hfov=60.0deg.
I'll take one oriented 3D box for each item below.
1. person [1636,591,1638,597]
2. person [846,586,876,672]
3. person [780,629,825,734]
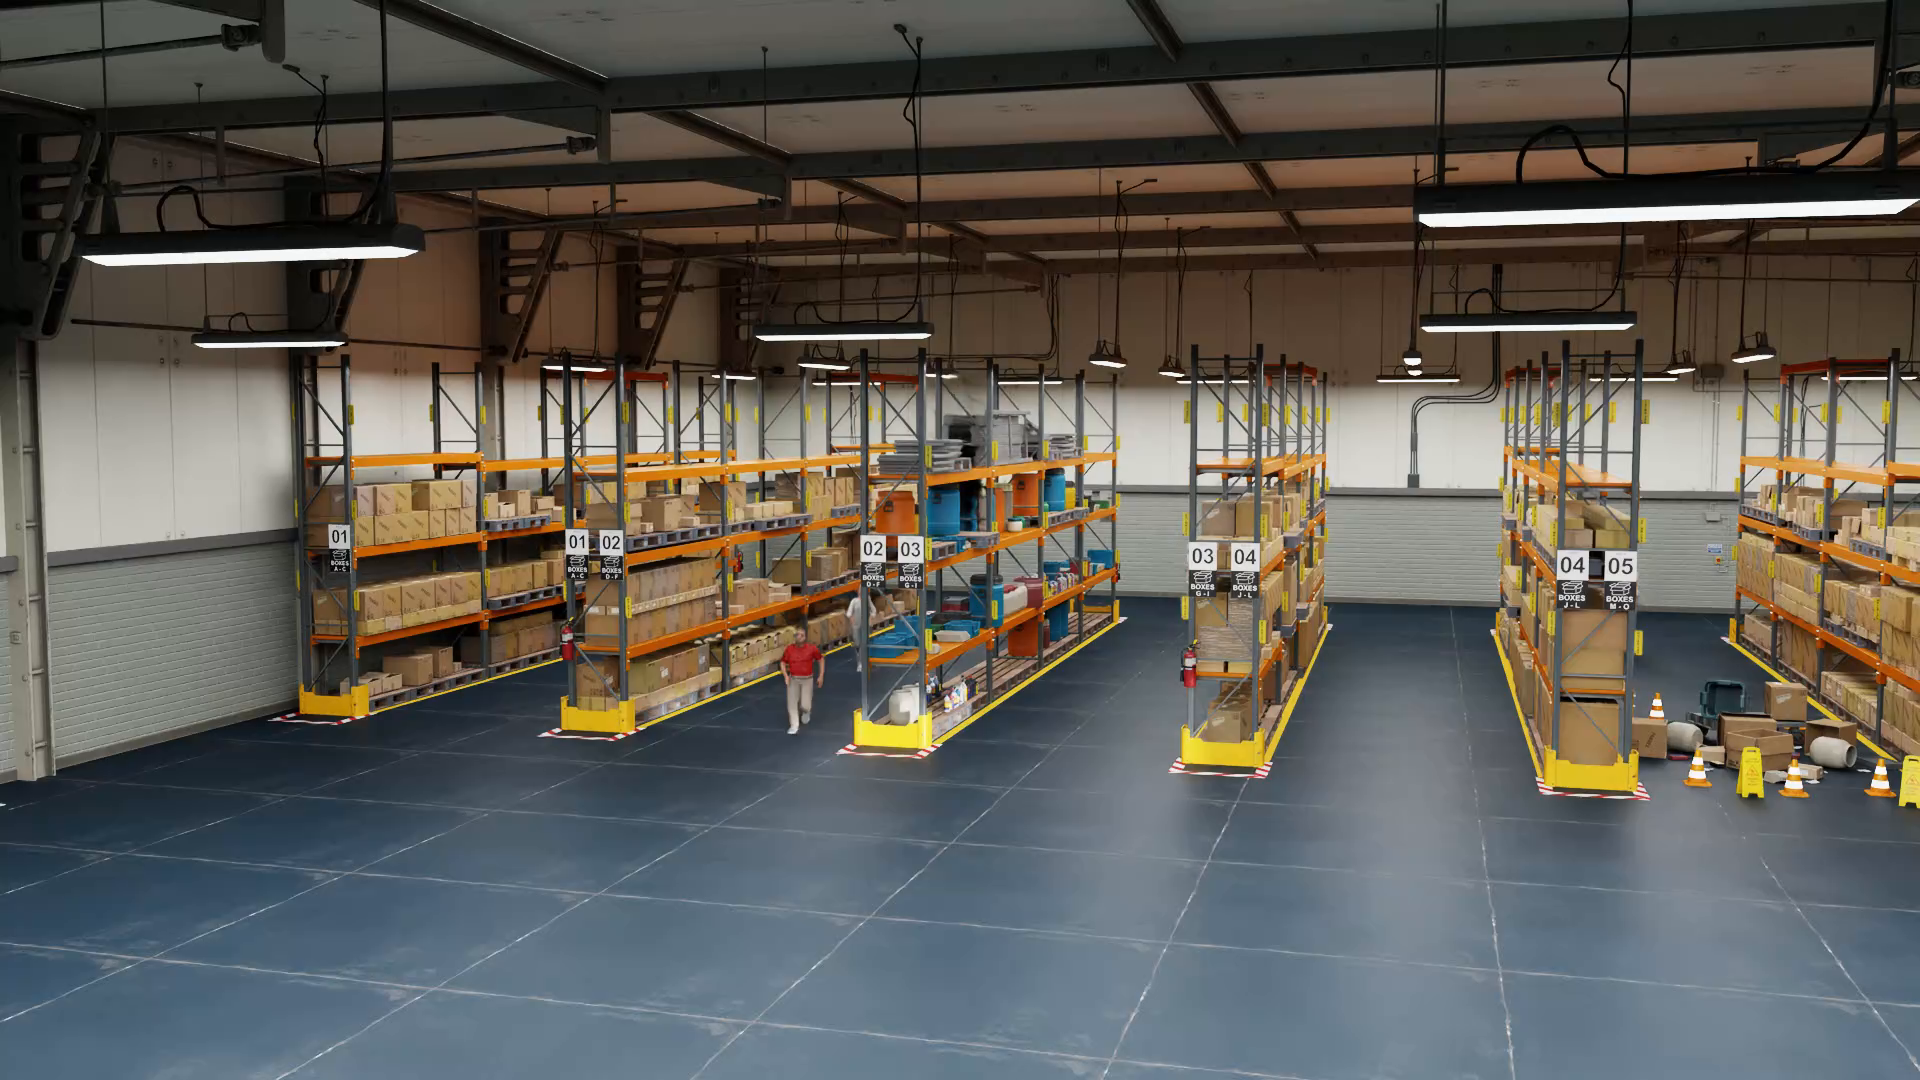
[{"bbox_3d":[14.065,1.455,35.477,0.654,1.804,0.788,0,4,7],"label":"person"},{"bbox_3d":[-1.830,1.622,30.810,0.550,1.565,0.814,0,4,1],"label":"person"},{"bbox_3d":[-2.477,2.212,25.971,0.687,1.659,0.624,0,4,5],"label":"person"}]
